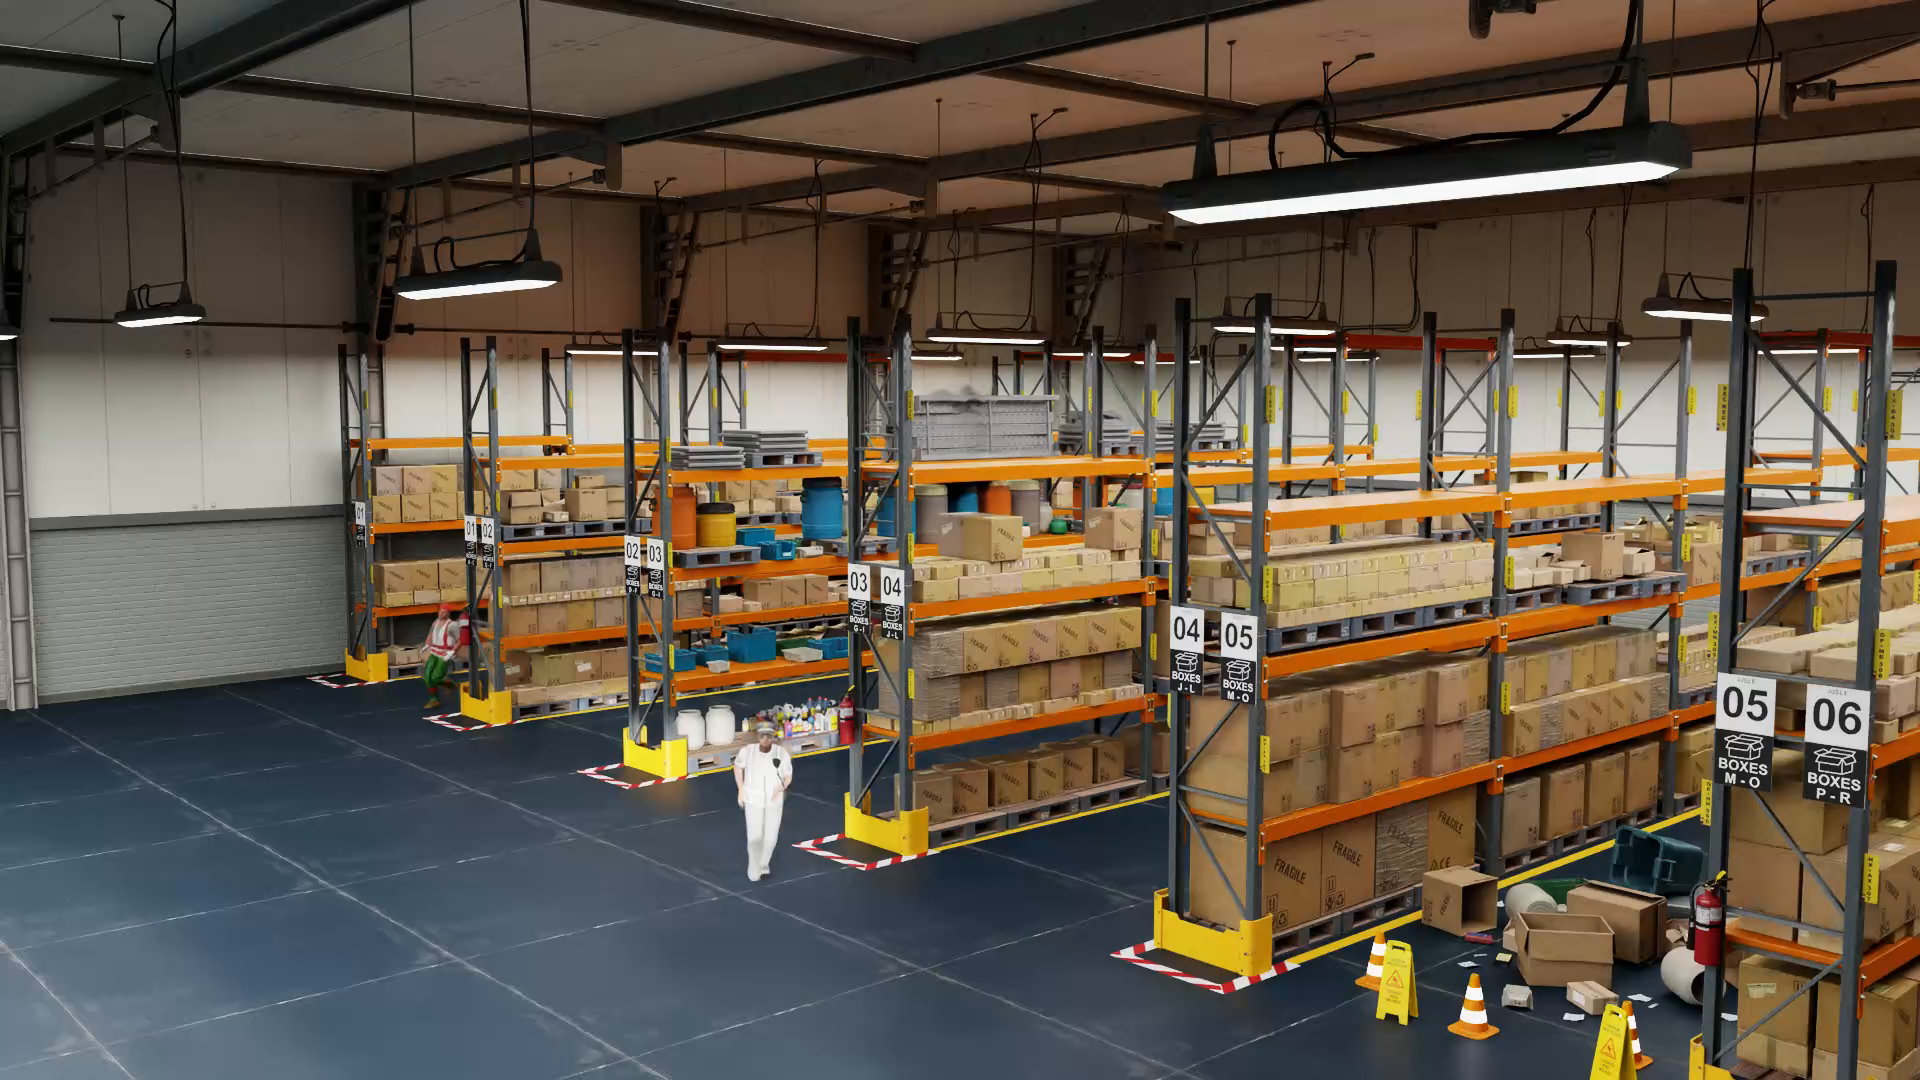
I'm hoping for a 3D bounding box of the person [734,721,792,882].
[{"bbox_3d":[-2.055,2.737,17.468,0.582,1.721,0.761,-1,5,-14],"label":"person"}]

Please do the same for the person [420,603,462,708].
[{"bbox_3d":[-8.435,1.887,27.201,0.712,1.739,0.576,3,6,27],"label":"person"}]
